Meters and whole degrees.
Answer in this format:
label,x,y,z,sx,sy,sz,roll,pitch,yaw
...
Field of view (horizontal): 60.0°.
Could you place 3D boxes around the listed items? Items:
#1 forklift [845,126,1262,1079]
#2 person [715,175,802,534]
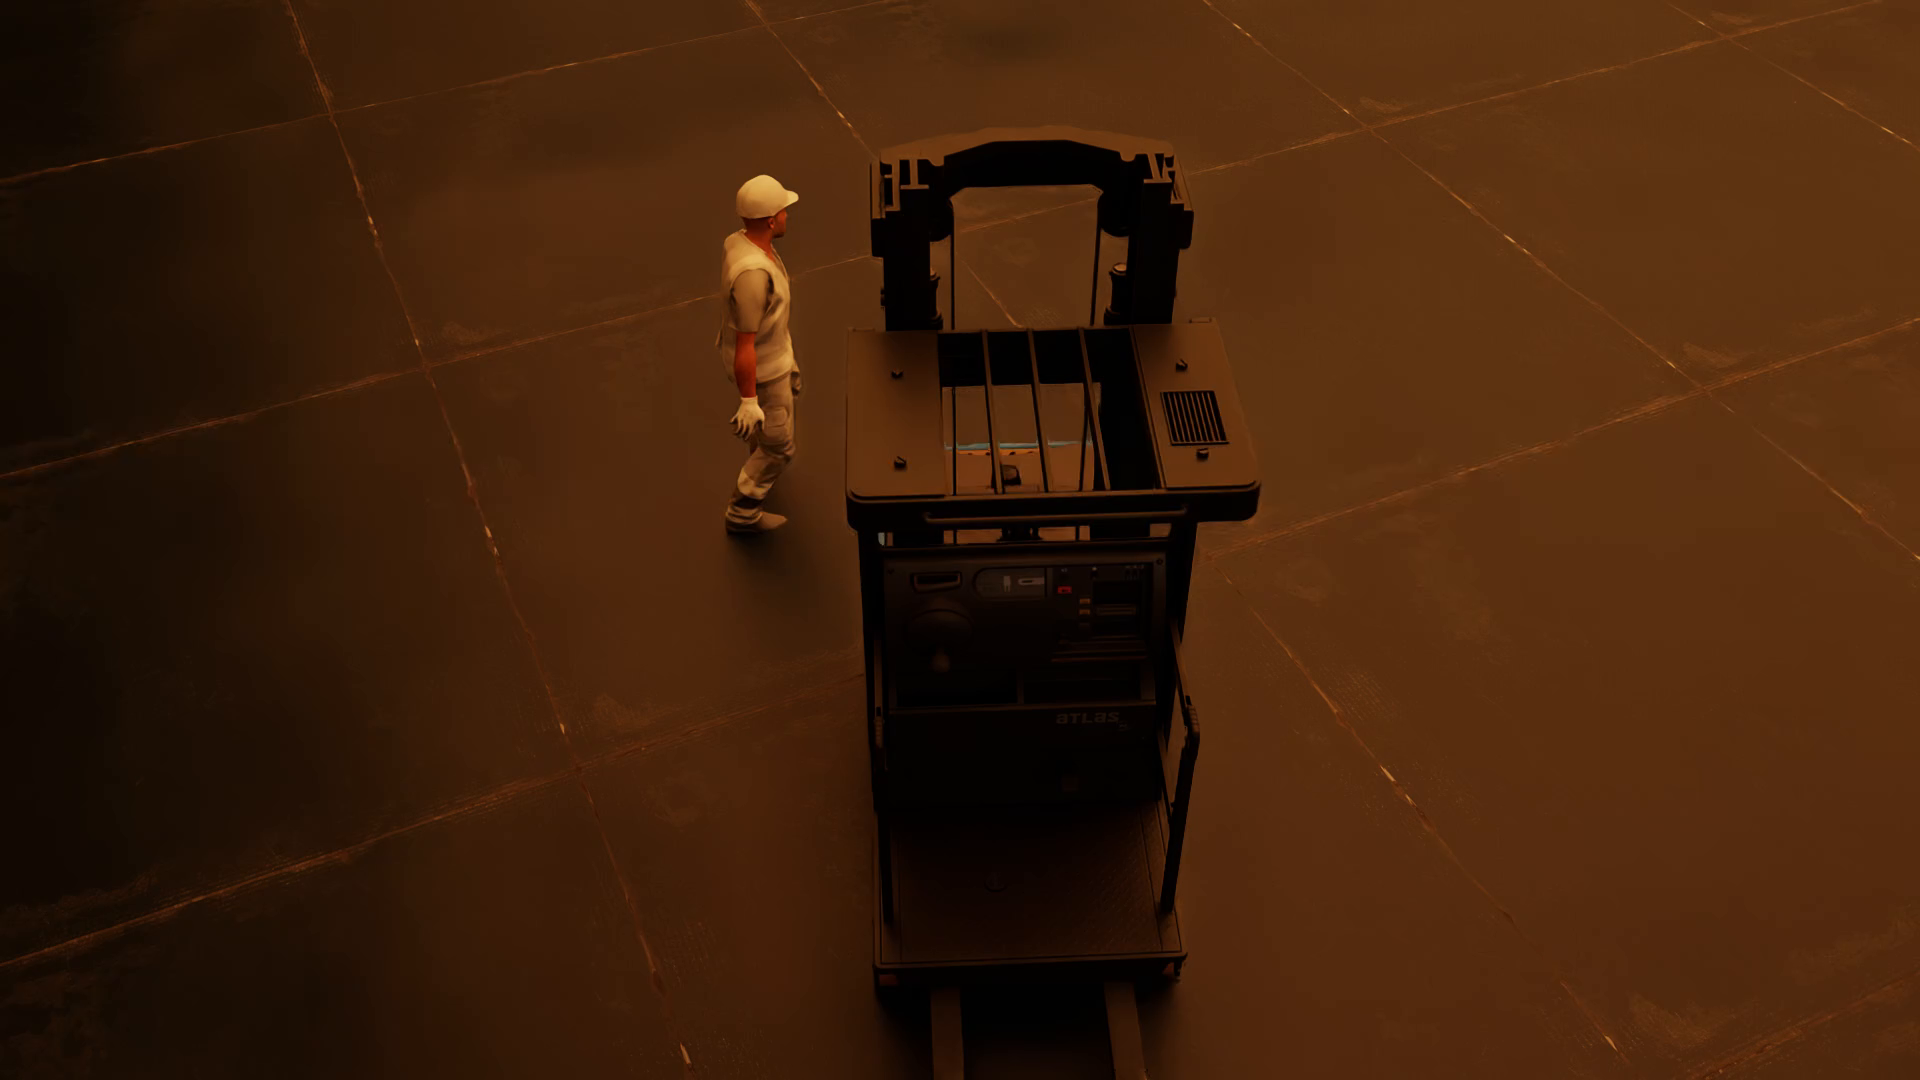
label,x,y,z,sx,sy,sz,roll,pitch,yaw
forklift,0.227,0.324,5.333,1.130,2.935,3.031,-2,43,-2
person,-0.898,-0.792,7.430,0.464,1.750,0.887,-5,43,-5
